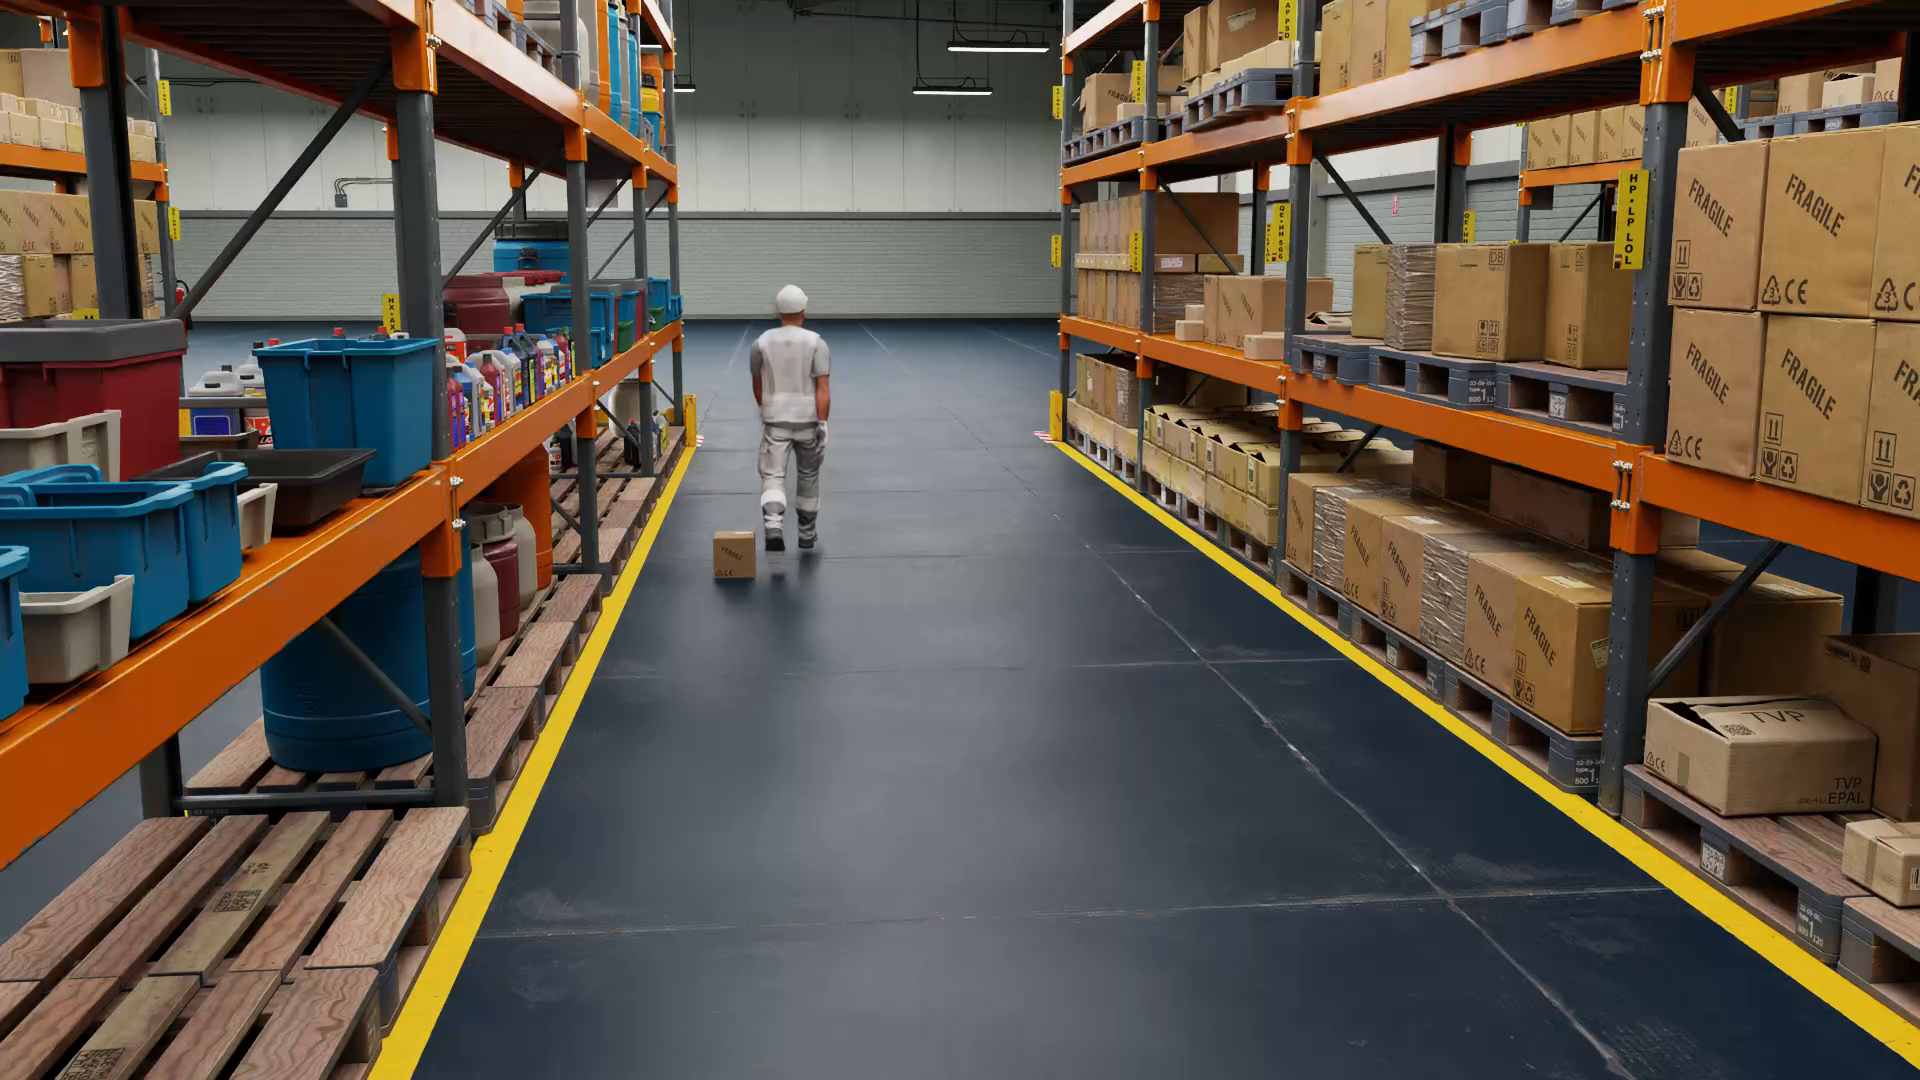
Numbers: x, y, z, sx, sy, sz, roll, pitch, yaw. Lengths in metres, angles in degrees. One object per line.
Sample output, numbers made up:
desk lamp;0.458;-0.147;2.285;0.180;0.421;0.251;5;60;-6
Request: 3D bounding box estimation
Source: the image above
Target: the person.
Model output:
person;-1.090;-0.764;10.745;0.520;1.747;1.020;-1;10;-3
